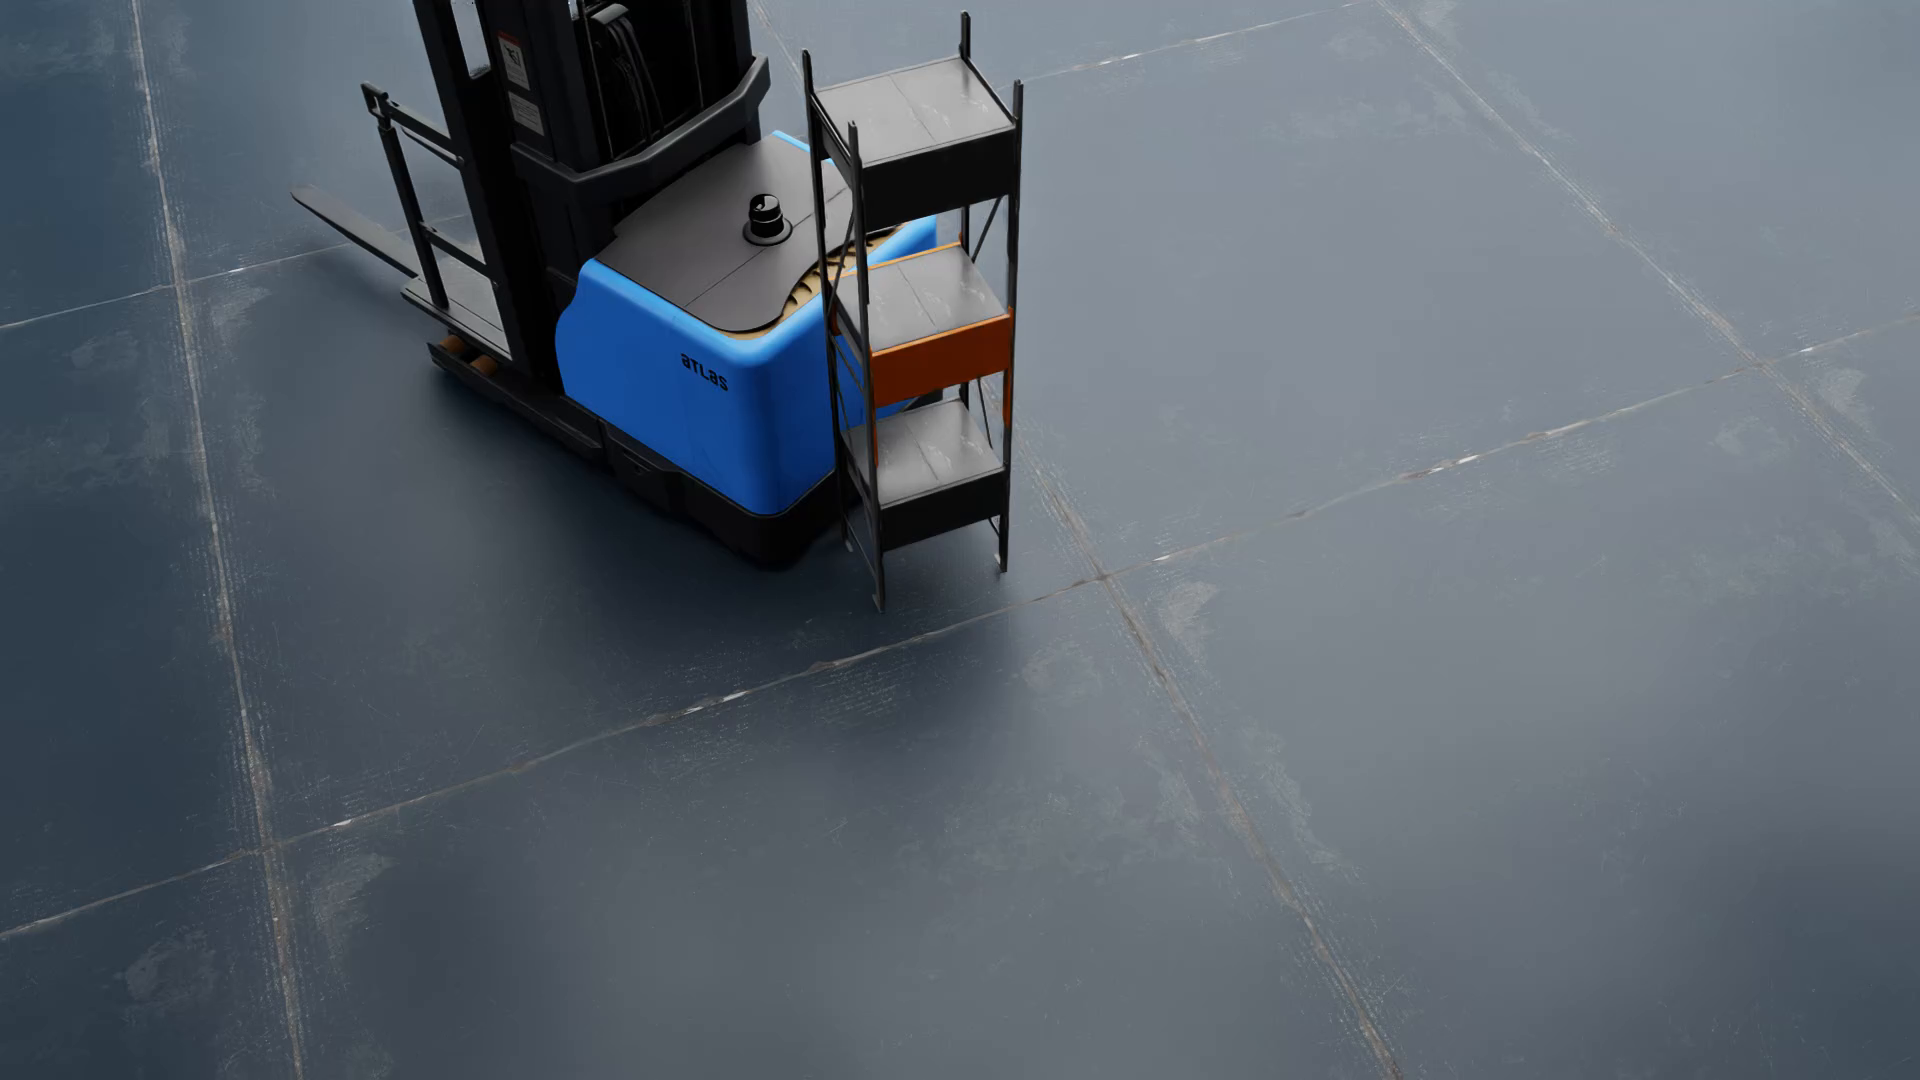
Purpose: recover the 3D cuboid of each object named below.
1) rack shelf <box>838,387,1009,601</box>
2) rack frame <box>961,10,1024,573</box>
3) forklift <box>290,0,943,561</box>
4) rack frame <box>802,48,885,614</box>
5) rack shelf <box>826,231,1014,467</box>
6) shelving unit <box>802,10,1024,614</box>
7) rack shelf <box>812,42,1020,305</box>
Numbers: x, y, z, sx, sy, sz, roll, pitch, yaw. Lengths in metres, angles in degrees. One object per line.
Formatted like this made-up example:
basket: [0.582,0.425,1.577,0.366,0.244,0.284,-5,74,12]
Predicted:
rack shelf: [-0.135,-0.164,5.948,0.480,0.518,0.431,-18,52,-15]
rack frame: [0.089,-0.703,5.469,0.015,2.100,0.400,-18,52,-15]
forklift: [-1.536,-1.822,5.882,3.031,2.935,1.130,31,56,24]
rack frame: [-0.359,-0.556,5.344,0.015,2.100,0.400,-18,52,-15]
rack shelf: [-0.135,-0.621,5.417,0.480,0.518,0.431,-18,52,-15]
shelving unit: [-0.135,-0.629,5.406,0.503,2.100,0.431,-18,52,-15]
rack shelf: [-0.135,-1.077,4.886,0.480,0.518,0.431,-18,52,-15]
